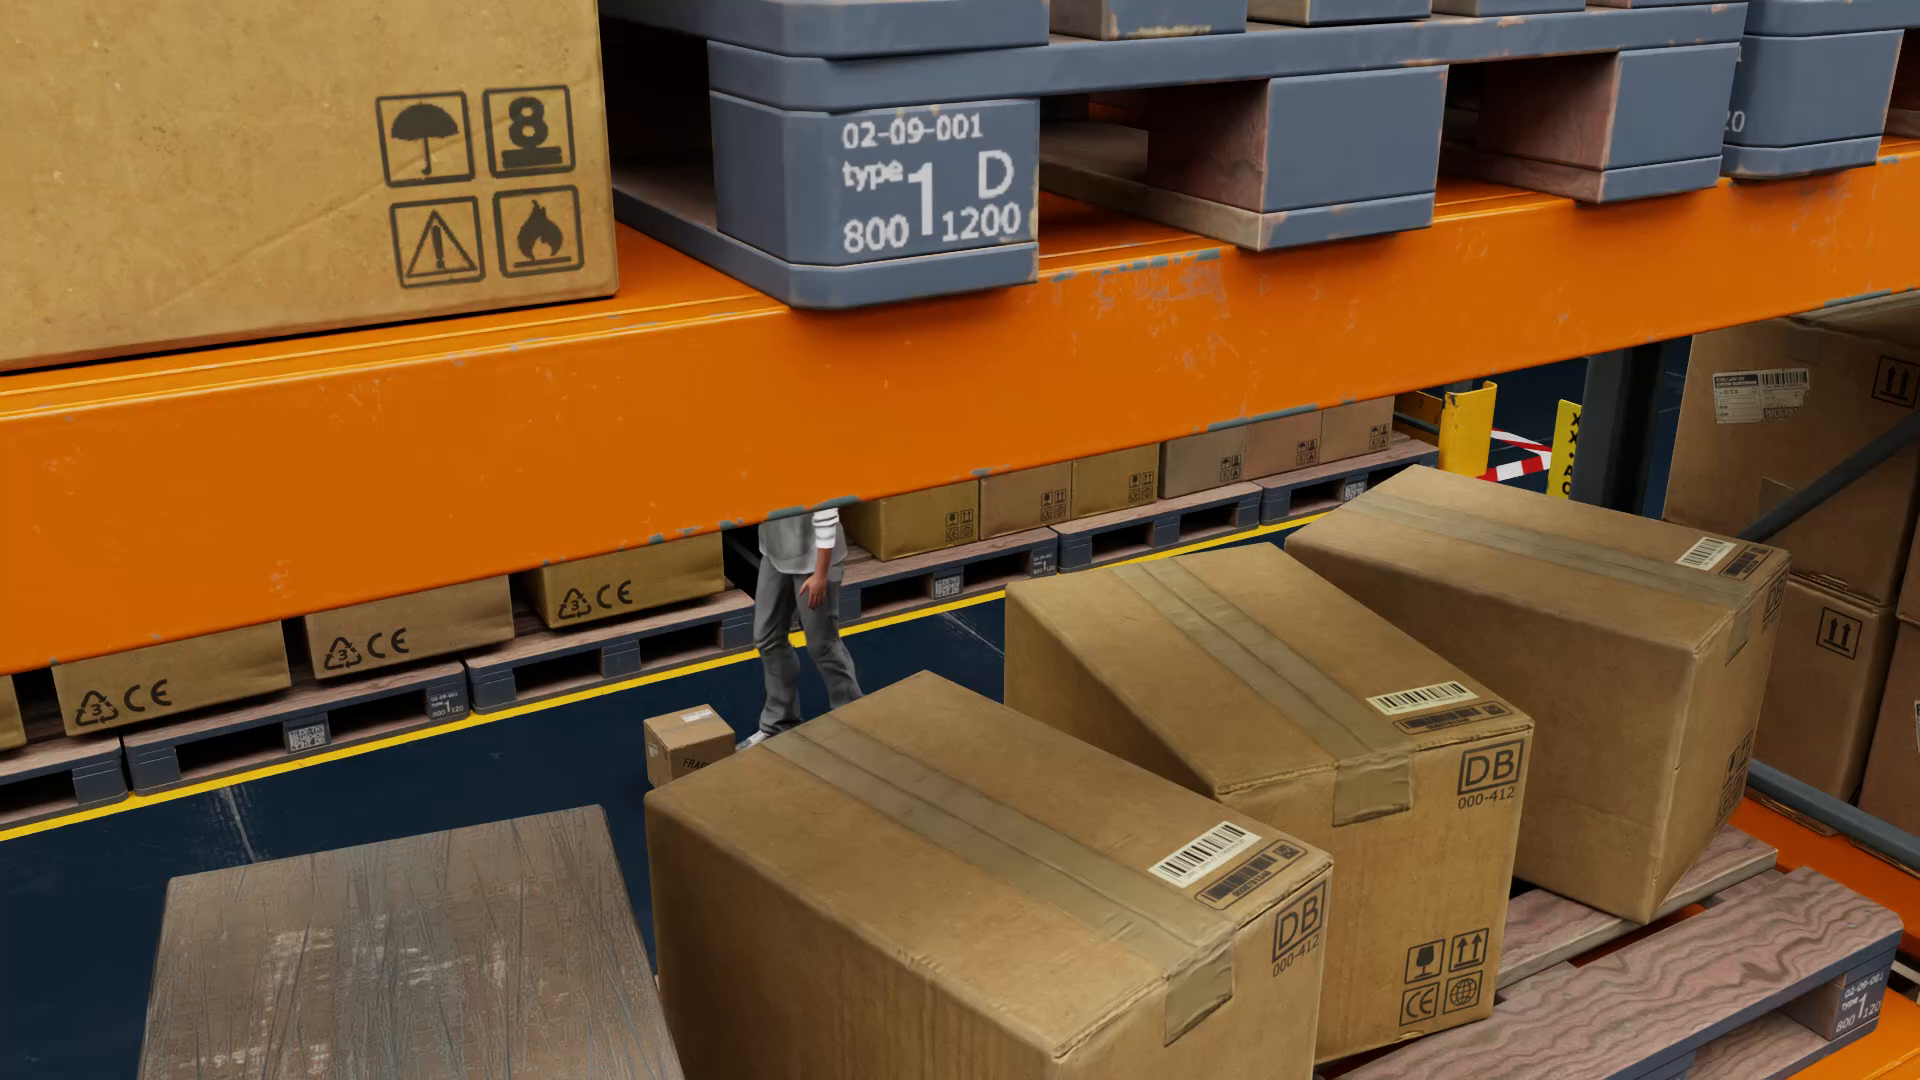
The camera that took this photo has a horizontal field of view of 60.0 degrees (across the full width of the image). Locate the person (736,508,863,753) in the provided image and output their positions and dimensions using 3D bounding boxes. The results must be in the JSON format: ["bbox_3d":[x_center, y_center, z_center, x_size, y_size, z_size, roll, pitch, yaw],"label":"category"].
[{"bbox_3d":[-0.592,0.081,5.923,0.503,1.608,0.423,-12,25,-27],"label":"person"}]
